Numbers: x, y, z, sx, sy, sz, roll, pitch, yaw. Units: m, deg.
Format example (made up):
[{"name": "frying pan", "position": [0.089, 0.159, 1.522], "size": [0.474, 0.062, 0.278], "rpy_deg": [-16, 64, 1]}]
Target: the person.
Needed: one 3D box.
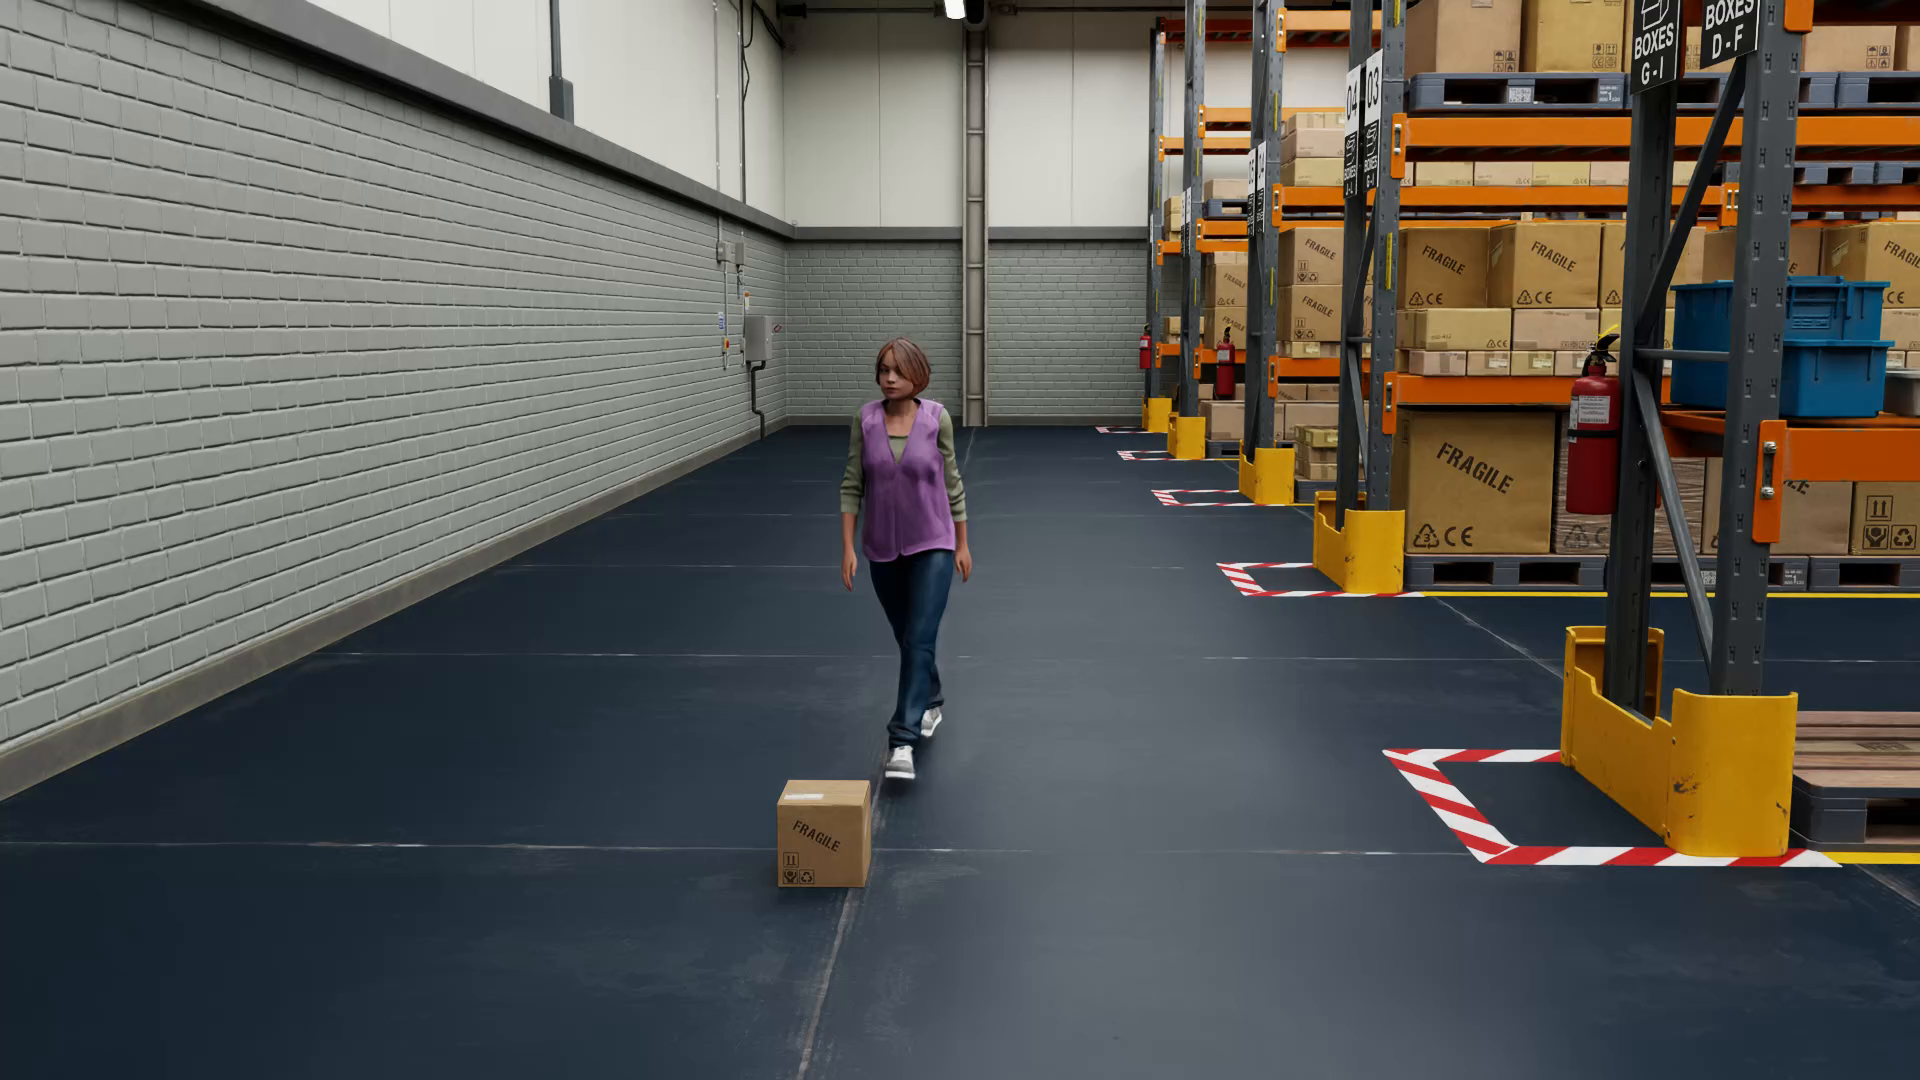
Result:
[{"name": "person", "position": [-0.214, 0.048, 6.043], "size": [0.443, 1.498, 0.954], "rpy_deg": [2, 8, 14]}]
